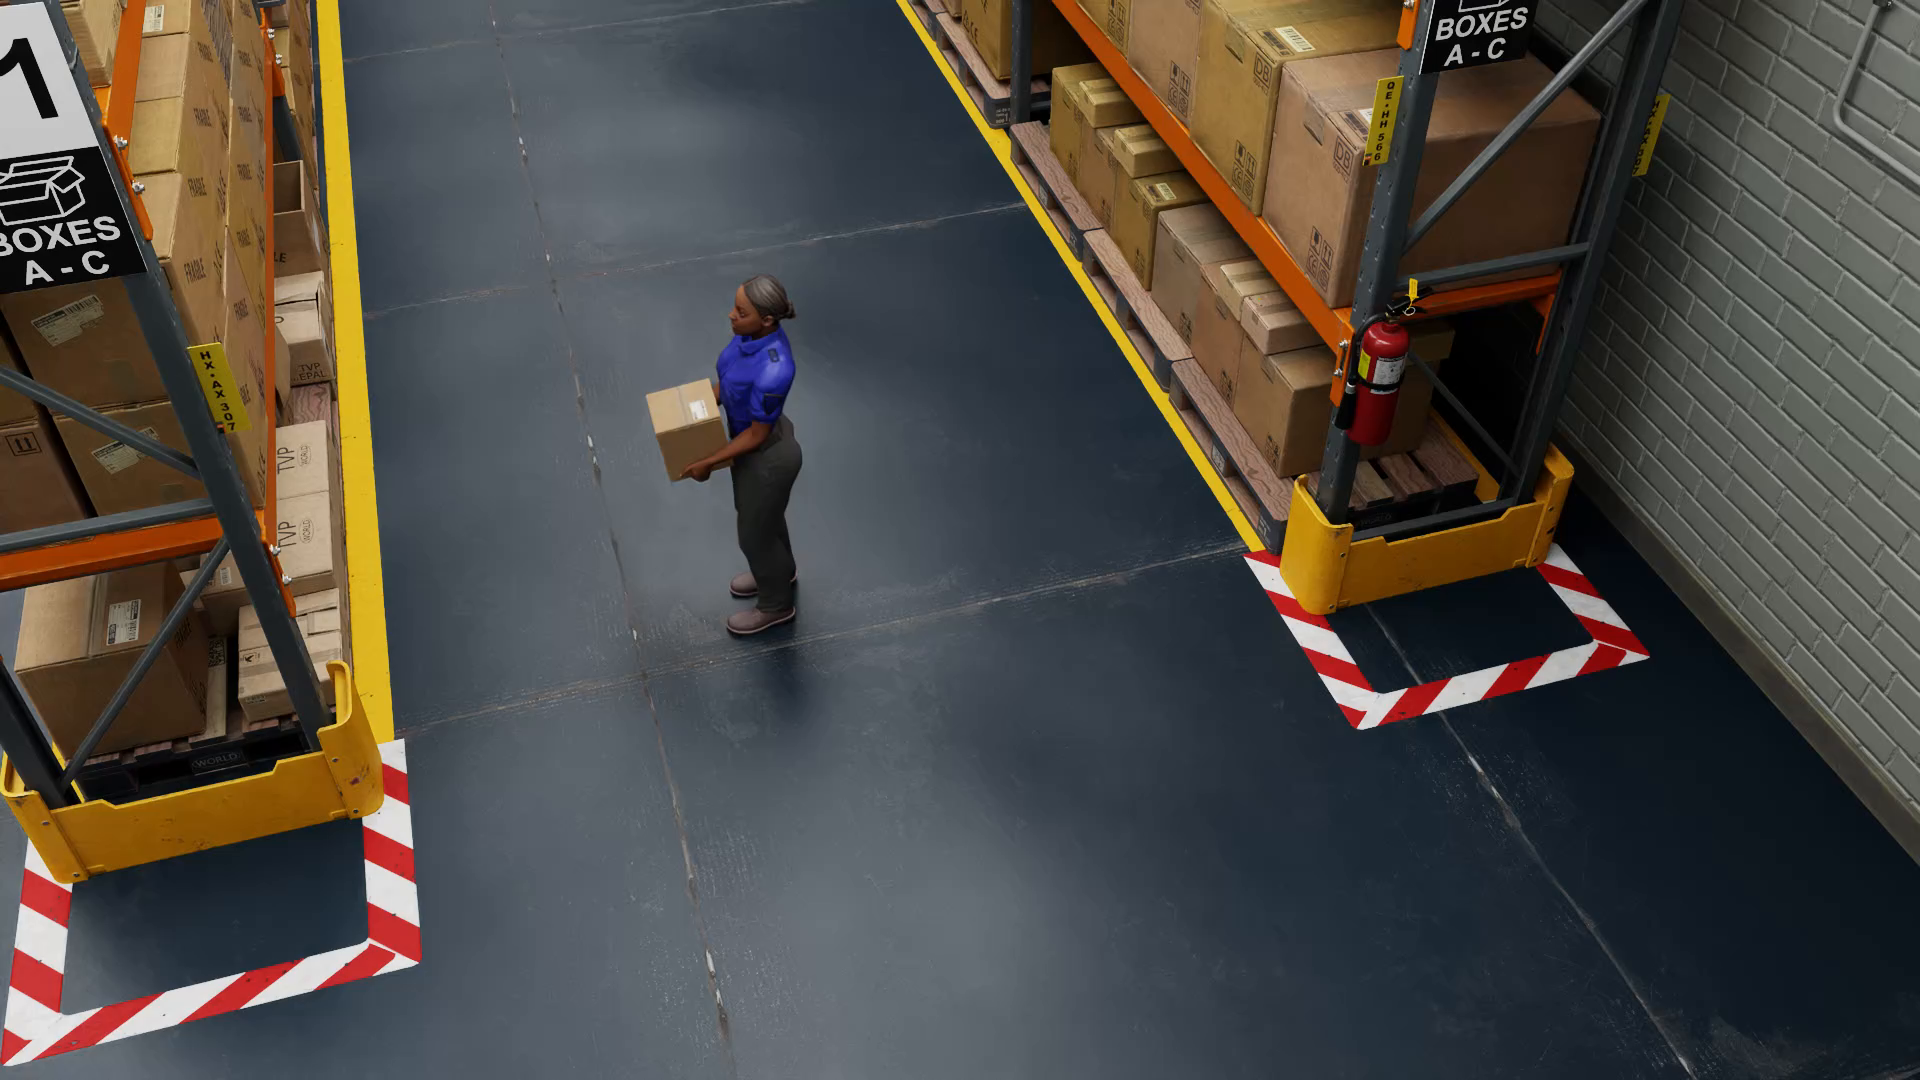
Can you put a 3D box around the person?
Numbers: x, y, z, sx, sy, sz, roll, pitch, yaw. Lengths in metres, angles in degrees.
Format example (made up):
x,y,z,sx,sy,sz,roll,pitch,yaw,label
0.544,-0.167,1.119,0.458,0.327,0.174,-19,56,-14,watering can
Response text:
x,y,z,sx,sy,sz,roll,pitch,yaw,label
-0.857,-0.325,6.527,0.517,1.647,0.450,-11,44,-12,person
